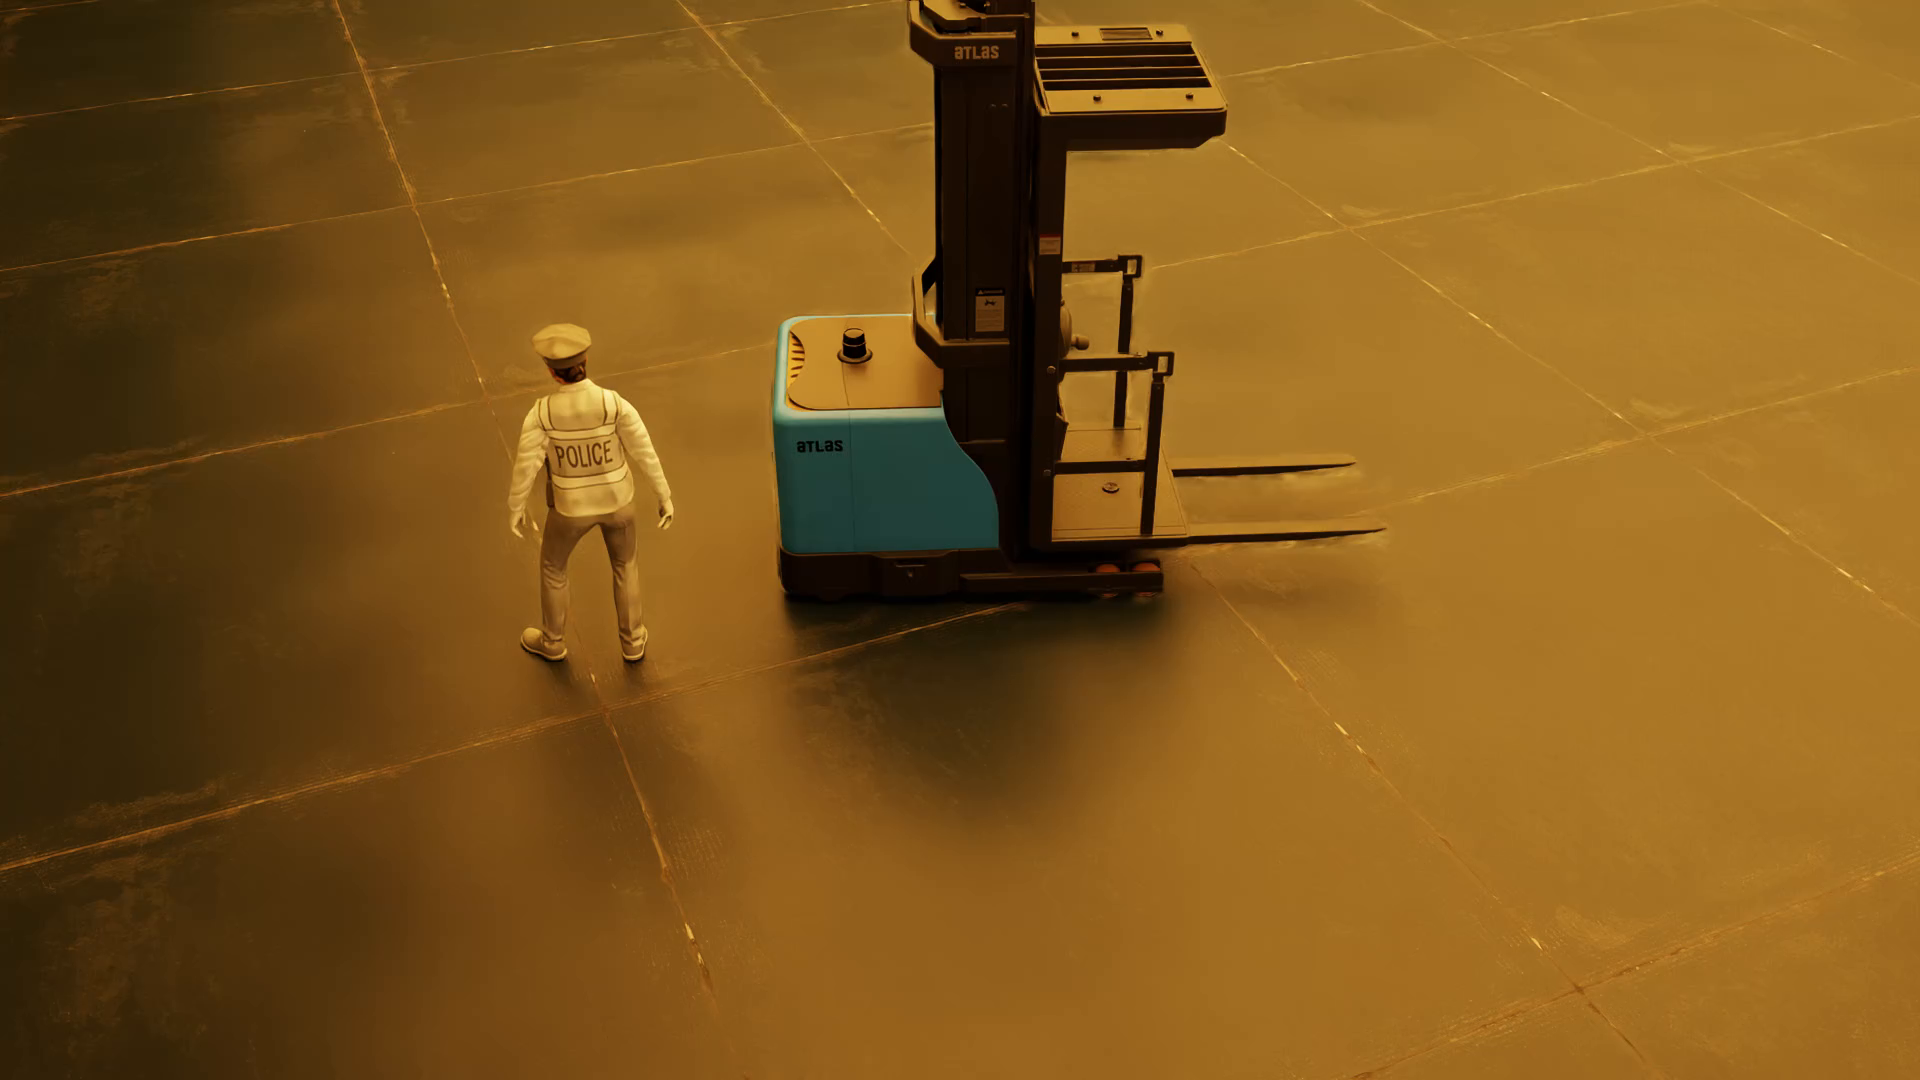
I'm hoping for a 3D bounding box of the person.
[{"bbox_3d":[-1.688,-0.168,7.459,0.770,1.639,0.373,-9,37,-13],"label":"person"}]

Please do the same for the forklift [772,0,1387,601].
[{"bbox_3d":[0.609,-1.215,7.807,3.031,2.935,1.130,-2,35,-3],"label":"forklift"}]
